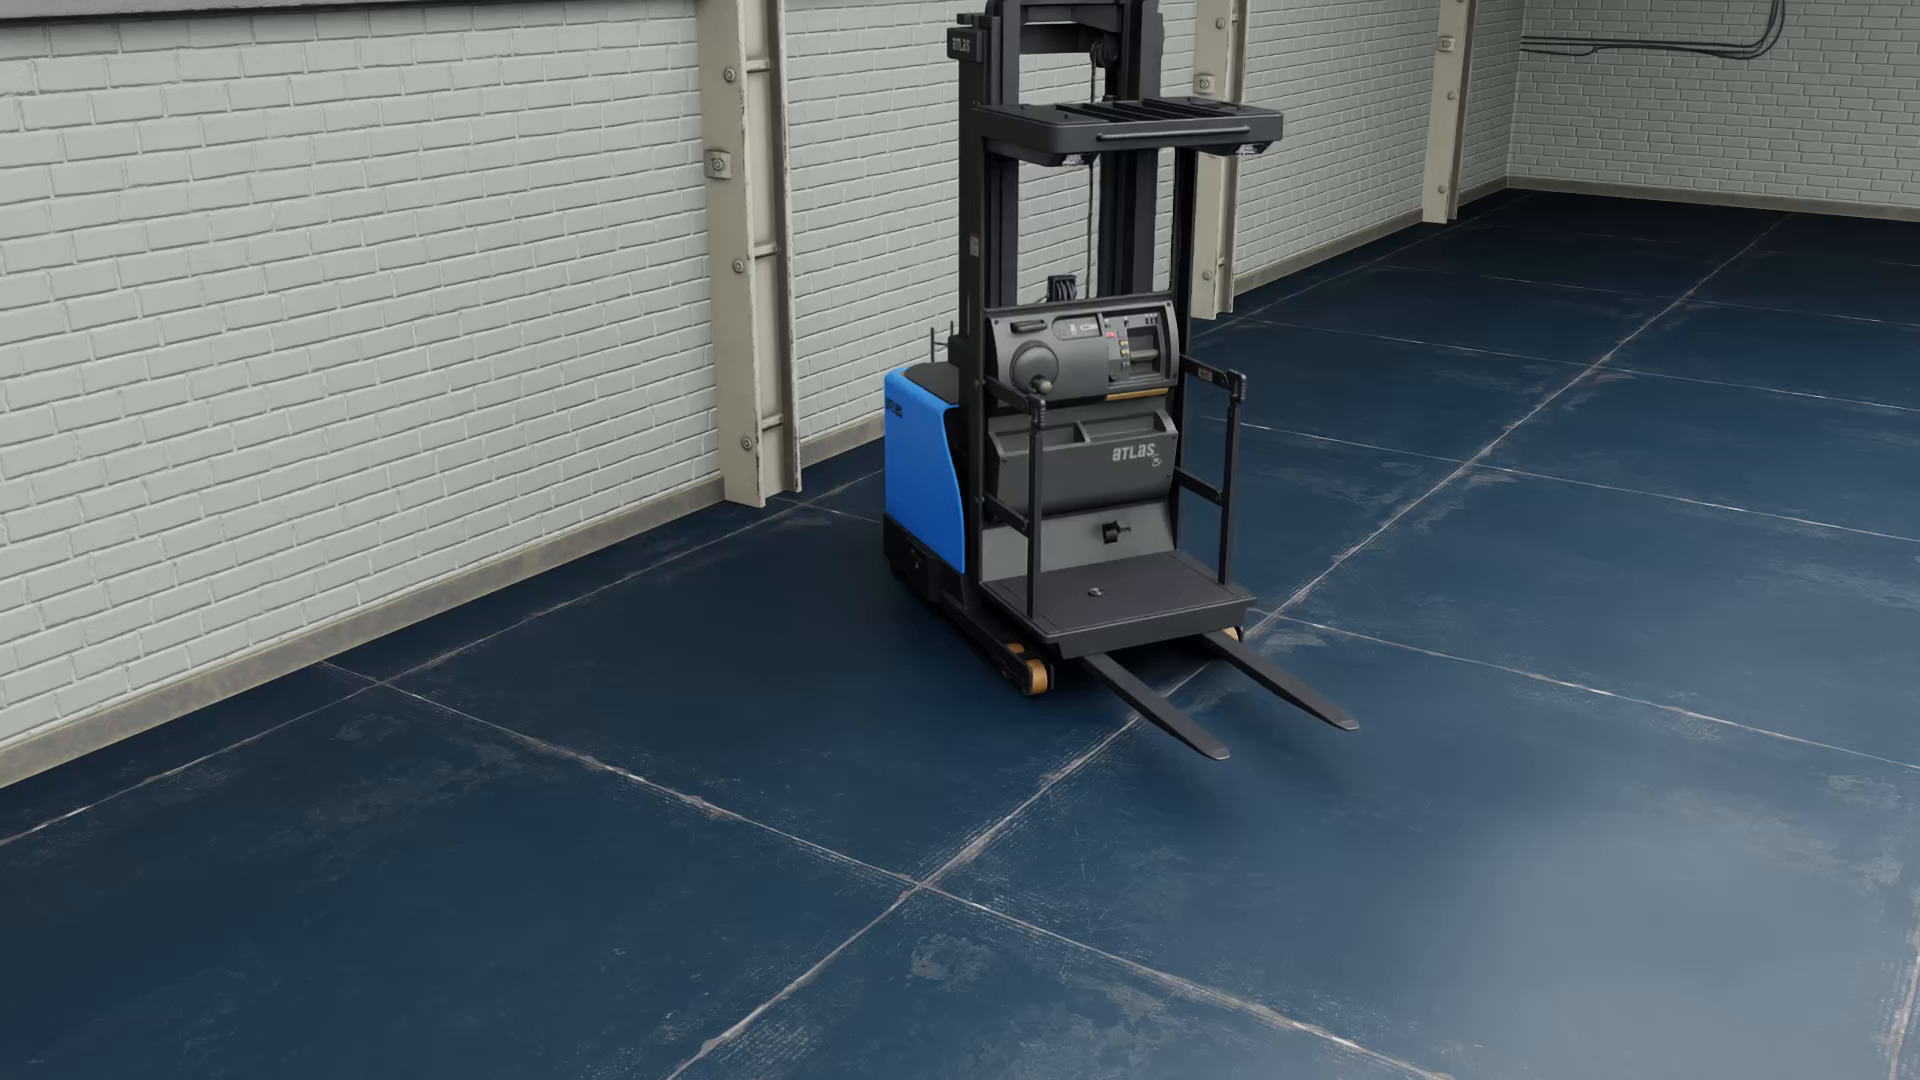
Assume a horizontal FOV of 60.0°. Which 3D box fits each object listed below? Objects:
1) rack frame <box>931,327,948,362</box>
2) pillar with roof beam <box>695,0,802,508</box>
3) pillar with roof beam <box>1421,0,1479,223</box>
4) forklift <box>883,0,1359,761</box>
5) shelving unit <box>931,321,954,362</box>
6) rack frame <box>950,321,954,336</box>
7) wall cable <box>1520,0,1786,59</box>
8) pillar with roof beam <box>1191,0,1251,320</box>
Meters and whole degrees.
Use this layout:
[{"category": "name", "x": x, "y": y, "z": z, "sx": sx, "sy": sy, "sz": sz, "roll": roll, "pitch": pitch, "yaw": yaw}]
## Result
[{"category": "rack frame", "x": -0.057, "y": -0.551, "z": 9.026, "sx": 0.240, "sy": 1.200, "sz": 0.006, "roll": 13, "pitch": 24, "yaw": 32}, {"category": "pillar with roof beam", "x": 2.367, "y": -3.657, "z": 6.180, "sx": 9.100, "sy": 9.000, "sz": 0.400, "roll": 13, "pitch": 24, "yaw": 32}, {"category": "pillar with roof beam", "x": 9.113, "y": -7.100, "z": 15.488, "sx": 9.100, "sy": 9.000, "sz": 0.400, "roll": 13, "pitch": 24, "yaw": 32}, {"category": "forklift", "x": 0.662, "y": -0.851, "z": 7.342, "sx": 1.130, "sy": 2.935, "sz": 3.031, "roll": -9, "pitch": 22, "yaw": -23}, {"category": "shelving unit", "x": -0.005, "y": -0.577, "z": 9.096, "sx": 0.258, "sy": 1.200, "sz": 0.189, "roll": 13, "pitch": 24, "yaw": 32}, {"category": "rack frame", "x": 0.047, "y": -0.604, "z": 9.167, "sx": 0.240, "sy": 1.200, "sz": 0.006, "roll": 13, "pitch": 24, "yaw": 32}, {"category": "wall cable", "x": 8.302, "y": -7.071, "z": 19.884, "sx": 3.097, "sy": 2.526, "sz": 0.112, "roll": 13, "pitch": 24, "yaw": 32}, {"category": "pillar with roof beam", "x": 5.740, "y": -5.378, "z": 10.834, "sx": 9.100, "sy": 9.000, "sz": 0.400, "roll": 13, "pitch": 24, "yaw": 32}]
